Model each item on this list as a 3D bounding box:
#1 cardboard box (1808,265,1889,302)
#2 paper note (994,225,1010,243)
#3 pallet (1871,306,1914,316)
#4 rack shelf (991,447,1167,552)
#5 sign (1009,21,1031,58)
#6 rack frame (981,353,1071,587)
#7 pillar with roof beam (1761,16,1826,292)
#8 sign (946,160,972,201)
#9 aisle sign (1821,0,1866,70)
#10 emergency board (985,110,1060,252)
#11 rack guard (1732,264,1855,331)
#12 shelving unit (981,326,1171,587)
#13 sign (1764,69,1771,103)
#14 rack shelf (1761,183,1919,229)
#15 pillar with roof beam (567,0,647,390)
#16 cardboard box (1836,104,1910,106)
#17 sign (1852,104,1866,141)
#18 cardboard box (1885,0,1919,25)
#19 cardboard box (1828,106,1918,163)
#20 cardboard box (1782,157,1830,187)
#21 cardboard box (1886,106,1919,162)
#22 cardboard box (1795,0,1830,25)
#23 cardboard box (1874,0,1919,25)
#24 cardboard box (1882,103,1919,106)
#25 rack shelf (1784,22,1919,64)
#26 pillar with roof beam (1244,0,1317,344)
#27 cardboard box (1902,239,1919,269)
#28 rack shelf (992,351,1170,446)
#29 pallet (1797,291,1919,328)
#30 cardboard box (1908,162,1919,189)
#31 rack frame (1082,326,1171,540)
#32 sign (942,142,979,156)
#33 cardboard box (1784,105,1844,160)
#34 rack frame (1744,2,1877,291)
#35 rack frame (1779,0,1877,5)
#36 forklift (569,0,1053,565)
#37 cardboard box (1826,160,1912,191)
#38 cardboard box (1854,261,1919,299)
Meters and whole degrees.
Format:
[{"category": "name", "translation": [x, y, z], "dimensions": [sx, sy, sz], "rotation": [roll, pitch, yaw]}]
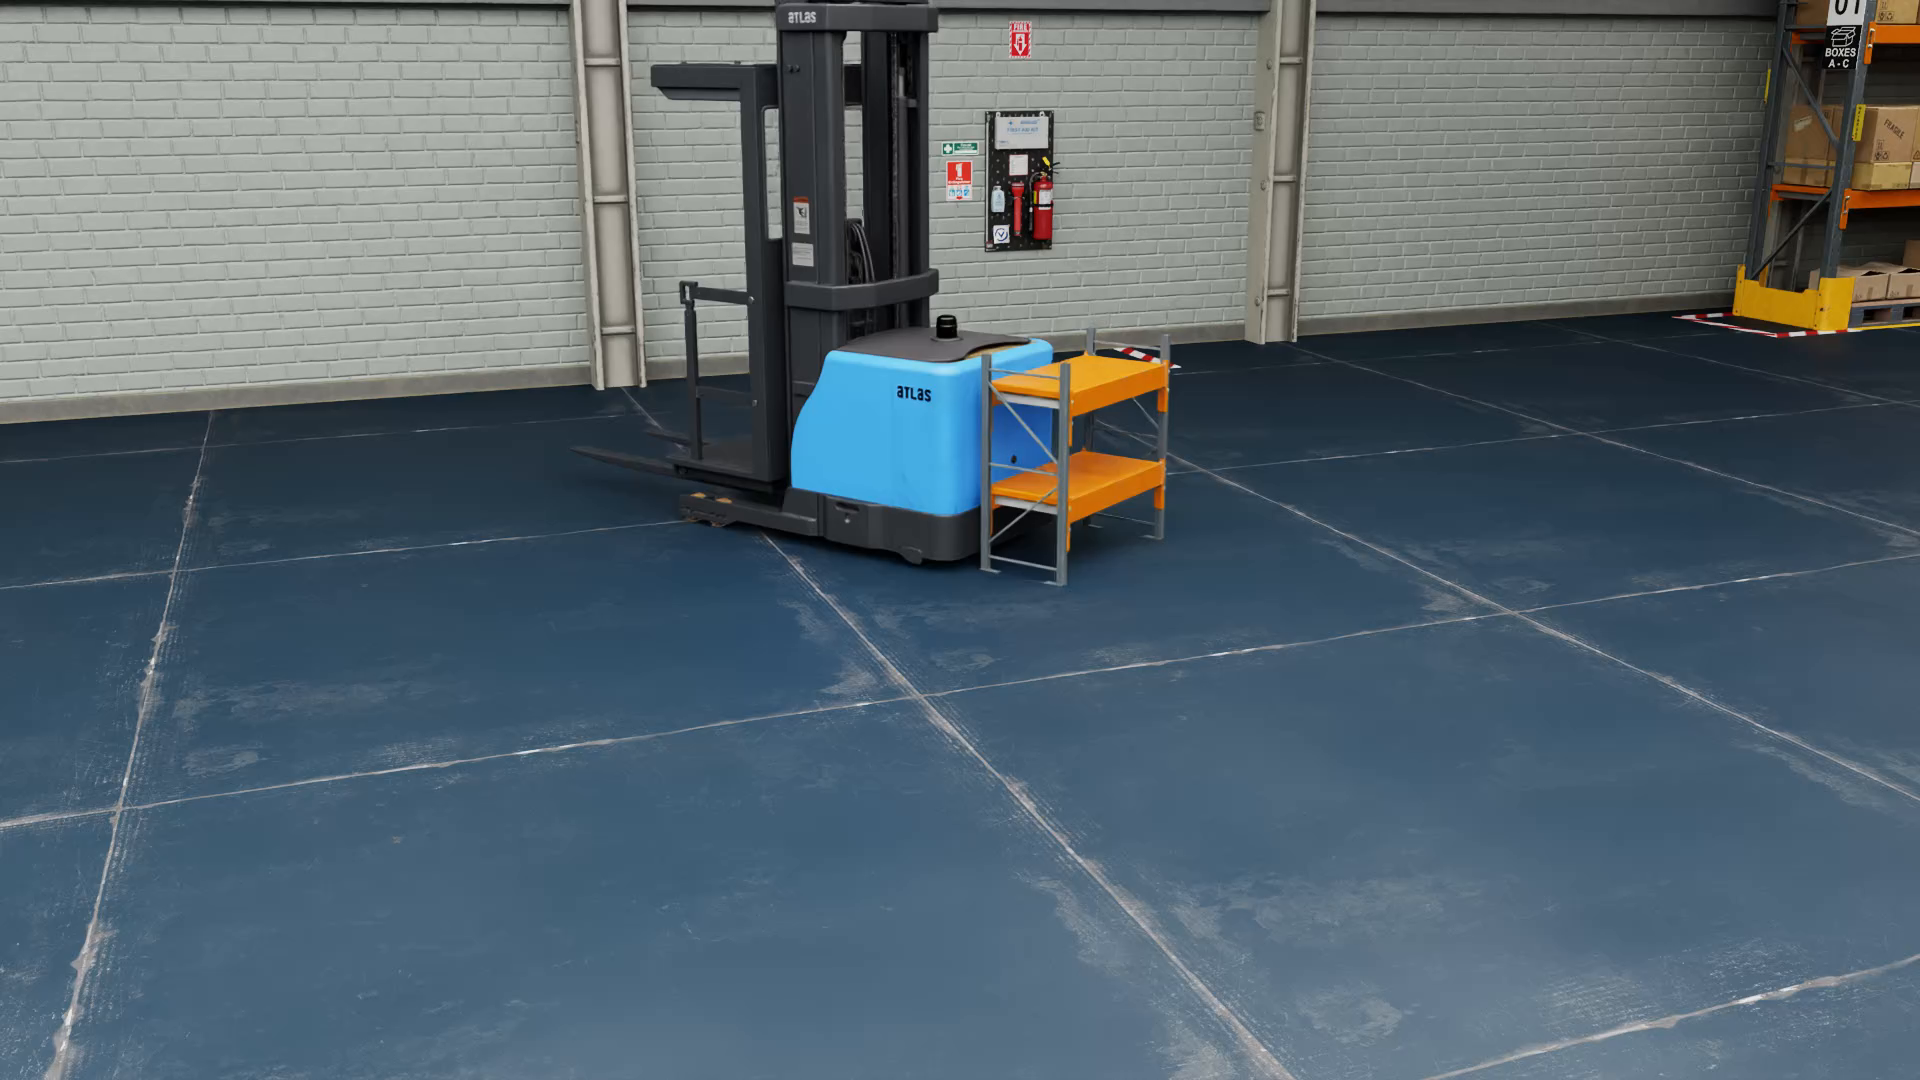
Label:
[{"category": "cardboard box", "translation": [8.805, -2.561, 16.487], "dimensions": [0.500, 0.311, 0.500], "rotation": [-8, 18, -26]}, {"category": "paper note", "translation": [0.357, -2.626, 14.279], "dimensions": [0.142, 0.148, 0.016], "rotation": [-6, 17, -20]}, {"category": "pallet", "translation": [10.107, -2.458, 17.094], "dimensions": [1.213, 0.211, 1.003], "rotation": [-6, 17, -20]}, {"category": "rack shelf", "translation": [0.611, -0.231, 8.755], "dimensions": [0.538, 0.278, 1.000], "rotation": [11, 20, 33]}, {"category": "sign", "translation": [0.504, -4.186, 13.914], "dimensions": [0.199, 0.298, 0.001], "rotation": [-6, 17, -20]}, {"category": "rack frame", "translation": [0.320, -0.348, 8.287], "dimensions": [0.500, 1.125, 0.032], "rotation": [11, 20, 33]}, {"category": "pillar with roof beam", "translation": [10.012, -5.638, 12.326], "dimensions": [0.400, 9.000, 9.100], "rotation": [-6, 17, -20]}, {"category": "sign", "translation": [-0.006, -3.037, 14.052], "dimensions": [0.234, 0.329, 0.001], "rotation": [-6, 17, -20]}, {"category": "aisle sign", "translation": [8.167, -4.755, 15.353], "dimensions": [0.004, 0.787, 0.394], "rotation": [-6, 17, -20]}, {"category": "emergency board", "translation": [0.547, -3.048, 14.154], "dimensions": [0.643, 1.169, 0.194], "rotation": [-6, 17, -20]}, {"category": "rack guard", "translation": [8.198, -2.402, 16.391], "dimensions": [0.348, 0.500, 1.175], "rotation": [-6, 17, -20]}, {"category": "shelving unit", "translation": [0.611, -0.465, 8.686], "dimensions": [0.538, 1.125, 1.048], "rotation": [11, 20, 33]}, {"category": "sign", "translation": [7.947, -4.449, 16.309], "dimensions": [0.005, 0.325, 0.100], "rotation": [-6, 17, -20]}, {"category": "rack shelf", "translation": [9.995, -3.450, 16.801], "dimensions": [4.000, 0.370, 1.077], "rotation": [-6, 17, -20]}, {"category": "pillar with roof beam", "translation": [-1.194, -4.428, 8.206], "dimensions": [0.400, 9.000, 9.100], "rotation": [-6, 17, -20]}, {"category": "cardboard box", "translation": [8.965, -4.043, 16.442], "dimensions": [0.500, 0.500, 0.500], "rotation": [-6, 17, -19]}, {"category": "sign", "translation": [8.321, -3.867, 15.405], "dimensions": [0.005, 0.325, 0.100], "rotation": [-6, 17, -20]}, {"category": "cardboard box", "translation": [9.043, -5.103, 15.617], "dimensions": [0.500, 0.500, 0.500], "rotation": [-5, 17, -16]}, {"category": "cardboard box", "translation": [8.680, -3.860, 15.820], "dimensions": [0.500, 0.500, 0.500], "rotation": [-6, 17, -20]}, {"category": "cardboard box", "translation": [8.494, -3.630, 16.365], "dimensions": [0.500, 0.250, 0.500], "rotation": [-6, 17, -19]}, {"category": "cardboard box", "translation": [9.146, -3.908, 15.981], "dimensions": [0.500, 0.500, 0.500], "rotation": [-6, 17, -20]}, {"category": "cardboard box", "translation": [8.426, -5.199, 15.944], "dimensions": [0.500, 0.500, 0.500], "rotation": [-5, 17, -16]}, {"category": "cardboard box", "translation": [8.529, -5.059, 15.464], "dimensions": [0.500, 0.500, 0.500], "rotation": [-6, 17, -19]}, {"category": "cardboard box", "translation": [9.446, -4.096, 16.623], "dimensions": [0.500, 0.500, 0.500], "rotation": [-7, 18, -22]}, {"category": "rack shelf", "translation": [9.995, -4.890, 16.378], "dimensions": [4.000, 0.370, 1.077], "rotation": [-6, 17, -20]}, {"category": "pillar with roof beam", "translation": [4.409, -5.033, 10.266], "dimensions": [0.400, 9.000, 9.100], "rotation": [-6, 17, -20]}, {"category": "cardboard box", "translation": [10.041, -2.770, 16.863], "dimensions": [0.500, 0.500, 0.700], "rotation": [-7, 18, -24]}, {"category": "rack shelf", "translation": [0.611, -0.746, 8.604], "dimensions": [0.538, 0.278, 1.000], "rotation": [11, 20, 33]}, {"category": "pallet", "translation": [8.969, -2.336, 16.679], "dimensions": [1.213, 0.211, 1.003], "rotation": [-6, 17, -20]}, {"category": "cardboard box", "translation": [9.176, -3.553, 16.105], "dimensions": [0.500, 0.250, 0.500], "rotation": [-7, 18, -22]}, {"category": "rack frame", "translation": [0.903, -0.583, 9.086], "dimensions": [0.500, 1.125, 0.032], "rotation": [11, 20, 33]}, {"category": "sign", "translation": [0.002, -3.289, 13.971], "dimensions": [0.331, 0.109, 0.001], "rotation": [-6, 17, -20]}, {"category": "cardboard box", "translation": [8.491, -3.995, 16.278], "dimensions": [0.500, 0.500, 0.500], "rotation": [-6, 18, -21]}, {"category": "rack frame", "translation": [8.127, -3.594, 16.013], "dimensions": [0.127, 3.000, 1.000], "rotation": [-6, 17, -20]}, {"category": "rack frame", "translation": [8.127, -6.472, 15.168], "dimensions": [0.127, 3.000, 1.000], "rotation": [-6, 17, -20]}, {"category": "forklift", "translation": [-0.979, -1.584, 9.291], "dimensions": [3.031, 2.935, 1.130], "rotation": [11, 20, 34]}, {"category": "cardboard box", "translation": [8.696, -3.497, 15.914], "dimensions": [0.500, 0.250, 0.500], "rotation": [-7, 18, -22]}, {"category": "cardboard box", "translation": [9.338, -2.618, 16.682], "dimensions": [0.500, 0.311, 0.500], "rotation": [-5, 17, -15]}]
